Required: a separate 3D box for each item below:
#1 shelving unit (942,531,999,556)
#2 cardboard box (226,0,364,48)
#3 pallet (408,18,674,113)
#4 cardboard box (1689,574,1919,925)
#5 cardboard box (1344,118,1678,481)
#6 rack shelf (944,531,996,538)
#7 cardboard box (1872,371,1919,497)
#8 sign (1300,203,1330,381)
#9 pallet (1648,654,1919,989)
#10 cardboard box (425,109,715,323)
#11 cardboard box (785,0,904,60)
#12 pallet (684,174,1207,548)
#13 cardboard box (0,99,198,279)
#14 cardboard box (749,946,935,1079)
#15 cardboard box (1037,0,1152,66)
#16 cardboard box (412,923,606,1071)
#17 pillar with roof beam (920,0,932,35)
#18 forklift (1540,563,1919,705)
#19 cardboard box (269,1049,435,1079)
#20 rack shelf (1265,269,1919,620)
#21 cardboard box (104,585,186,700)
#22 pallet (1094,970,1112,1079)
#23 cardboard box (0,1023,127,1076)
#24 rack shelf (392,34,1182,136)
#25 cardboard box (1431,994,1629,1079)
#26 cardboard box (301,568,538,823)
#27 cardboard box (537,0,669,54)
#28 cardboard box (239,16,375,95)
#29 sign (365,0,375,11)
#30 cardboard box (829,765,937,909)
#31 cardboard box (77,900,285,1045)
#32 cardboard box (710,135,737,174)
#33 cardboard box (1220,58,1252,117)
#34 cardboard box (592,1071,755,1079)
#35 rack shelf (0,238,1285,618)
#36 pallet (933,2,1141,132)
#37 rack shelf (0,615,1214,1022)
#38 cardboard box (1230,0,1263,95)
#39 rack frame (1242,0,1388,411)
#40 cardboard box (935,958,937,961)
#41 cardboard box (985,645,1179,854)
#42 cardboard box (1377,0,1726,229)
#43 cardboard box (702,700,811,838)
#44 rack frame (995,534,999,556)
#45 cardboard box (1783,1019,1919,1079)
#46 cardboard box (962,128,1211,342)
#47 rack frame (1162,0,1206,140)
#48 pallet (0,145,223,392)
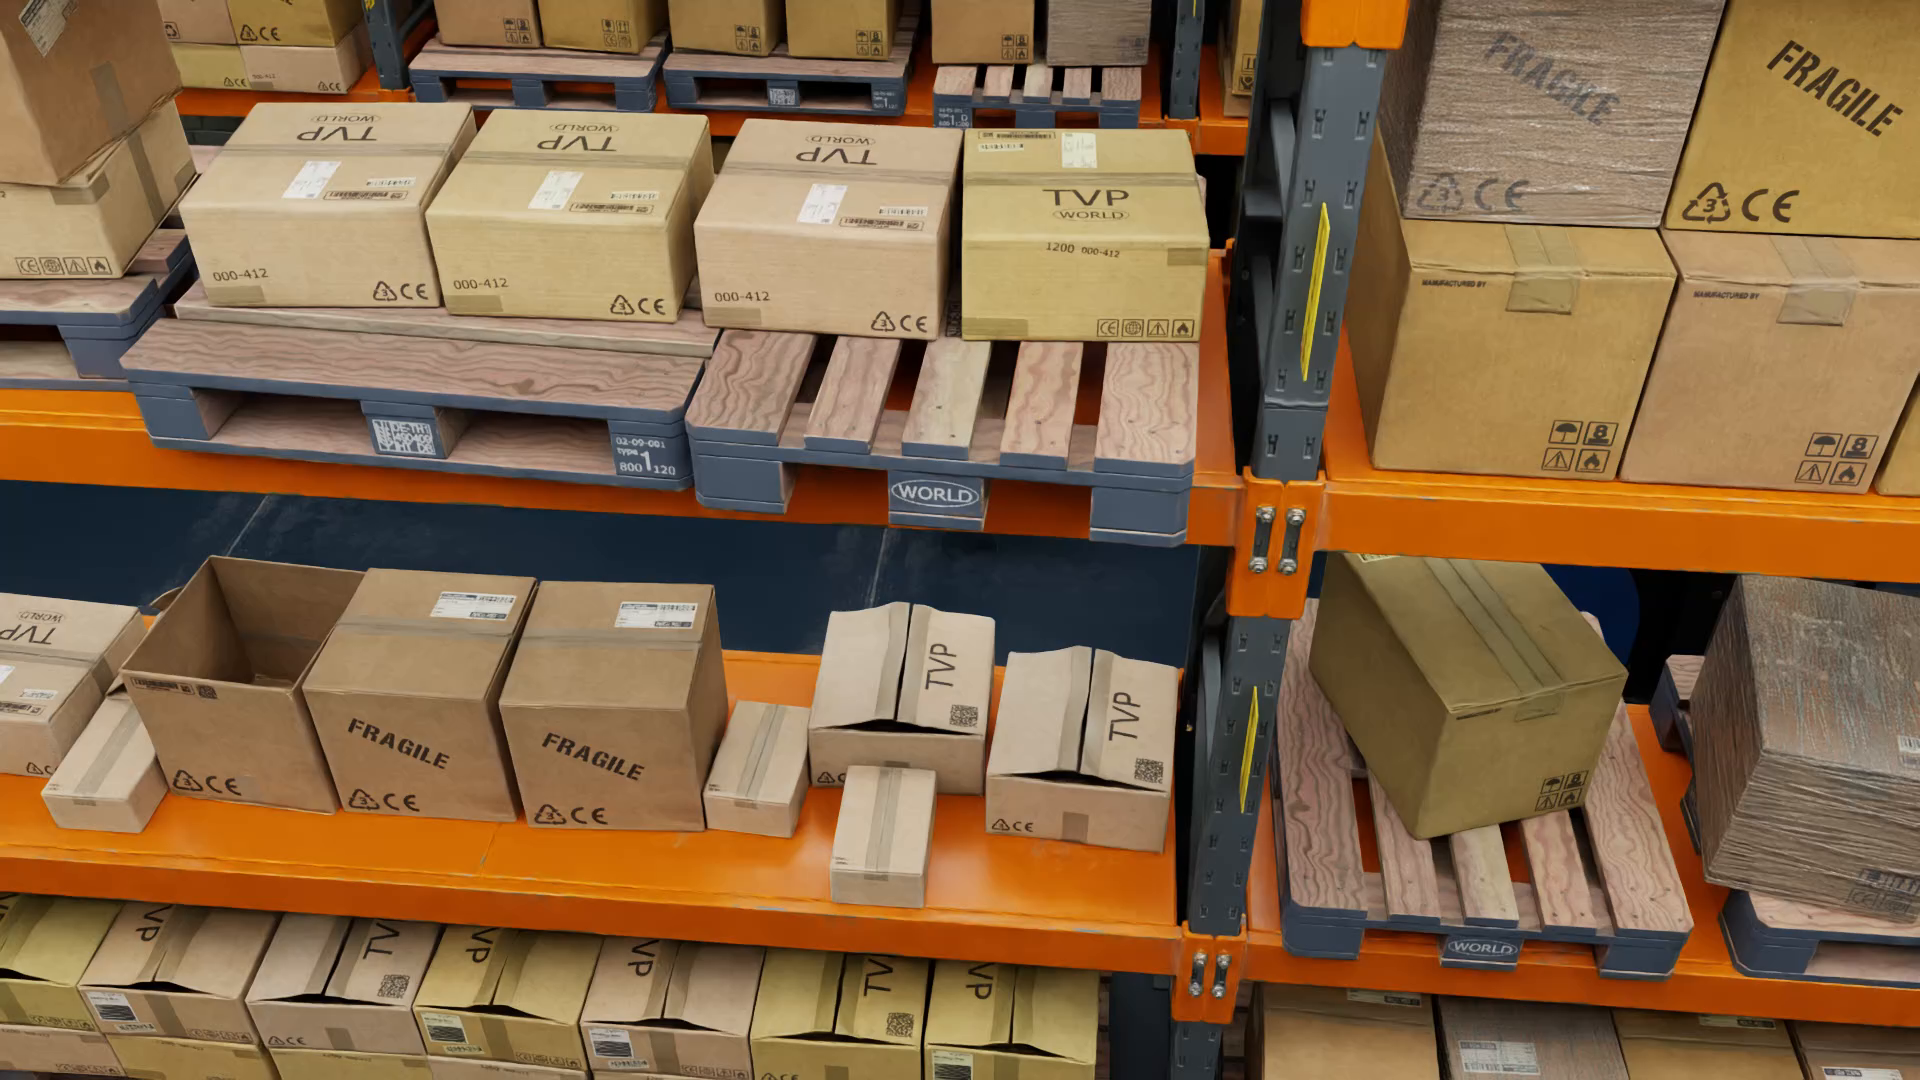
[{"bbox_3d":[0.053,-0.404,7.415,0.252,1.050,0.215,3,39,4],"label":"shelving unit"},{"bbox_3d":[-3.346,-2.816,8.343,0.500,0.500,0.500,3,39,4],"label":"cardboard box"},{"bbox_3d":[-2.099,-2.537,8.643,1.213,0.211,1.003,3,39,4],"label":"pallet"},{"bbox_3d":[2.245,0.521,4.322,0.500,0.500,0.700,10,40,12],"label":"cardboard box"},{"bbox_3d":[1.151,-0.610,3.669,0.500,0.500,0.910,3,39,4],"label":"cardboard box"},{"bbox_3d":[0.053,-0.180,7.597,0.240,0.259,0.215,3,39,4],"label":"rack shelf"},{"bbox_3d":[2.177,-0.554,3.600,0.500,0.500,0.910,3,39,4],"label":"cardboard box"},{"bbox_3d":[0.657,-0.457,3.087,0.005,0.325,0.100,3,39,4],"label":"sign"},{"bbox_3d":[2.651,0.766,4.584,1.213,0.211,1.003,3,39,4],"label":"pallet"},{"bbox_3d":[-0.836,-0.724,3.673,0.500,0.250,0.500,2,39,3],"label":"cardboard box"},{"bbox_3d":[-0.575,-2.809,8.397,0.500,0.500,0.700,3,39,4],"label":"cardboard box"},{"bbox_3d":[0.030,-0.482,3.739,1.003,0.211,1.213,5,39,6],"label":"pallet"},{"bbox_3d":[-2.111,-0.829,3.802,0.500,0.250,0.500,0,39,-1],"label":"cardboard box"},{"bbox_3d":[-0.348,1.377,5.083,0.500,0.311,0.500,3,39,3],"label":"cardboard box"},{"bbox_3d":[0.668,-2.755,8.331,0.500,0.500,0.700,-1,39,-1],"label":"cardboard box"},{"bbox_3d":[-1.350,1.319,5.154,0.500,0.311,0.500,4,39,5],"label":"cardboard box"},{"bbox_3d":[-0.455,-2.761,4.013,0.400,9.000,9.100,3,39,4],"label":"pillar with roof beam"},{"bbox_3d":[3.223,-0.642,6.216,3.031,2.935,1.130,9,40,11],"label":"forklift"},{"bbox_3d":[-1.866,1.508,5.367,0.500,0.250,0.500,2,39,2],"label":"cardboard box"},{"bbox_3d":[2.706,-0.186,3.797,4.000,0.370,1.077,3,39,4],"label":"rack shelf"},{"bbox_3d":[-2.380,0.356,5.043,0.258,0.266,0.396,2,39,3],"label":"cardboard box"},{"bbox_3d":[-0.103,1.601,5.616,1.213,0.211,1.003,3,39,4],"label":"pallet"},{"bbox_3d":[-2.891,1.453,5.435,0.500,0.250,0.500,2,39,3],"label":"cardboard box"},{"bbox_3d":[-0.856,-2.357,8.839,4.000,0.370,1.077,3,39,4],"label":"rack shelf"},{"bbox_3d":[1.664,1.617,5.018,0.500,0.500,0.500,2,39,2],"label":"cardboard box"},{"bbox_3d":[-1.484,0.440,4.754,0.500,0.500,0.500,3,39,4],"label":"cardboard box"},{"bbox_3d":[-1.788,-2.870,8.472,0.500,0.500,0.700,7,40,8],"label":"cardboard box"},{"bbox_3d":[-3.346,-2.529,8.584,0.500,0.250,0.500,3,39,4],"label":"cardboard box"},{"bbox_3d":[-2.887,-2.739,8.053,0.005,0.325,0.100,3,39,4],"label":"sign"},{"bbox_3d":[-0.207,0.811,4.576,0.250,0.149,0.380,3,39,4],"label":"cardboard box"},{"bbox_3d":[-2.383,1.267,5.219,0.500,0.311,0.500,3,39,3],"label":"cardboard box"},{"bbox_3d":[-1.156,-2.159,9.064,0.500,0.250,0.500,2,39,3],"label":"cardboard box"},{"bbox_3d":[1.445,-2.273,8.350,0.250,0.149,0.380,3,39,3],"label":"cardboard box"},{"bbox_3d":[-0.846,1.562,5.300,0.500,0.250,0.500,4,39,5],"label":"cardboard box"},{"bbox_3d":[-1.279,-0.404,4.064,4.000,0.370,1.077,3,39,4],"label":"rack shelf"},{"bbox_3d":[0.418,-2.424,8.504,1.003,0.211,1.213,3,39,4],"label":"pallet"},{"bbox_3d":[-1.279,0.759,5.011,4.000,0.370,1.077,3,39,4],"label":"rack shelf"},{"bbox_3d":[1.599,-2.501,8.116,0.500,0.500,0.500,4,39,5],"label":"cardboard box"},{"bbox_3d":[0.713,-1.738,2.756,0.127,3.000,1.000,3,39,4],"label":"rack frame"},{"bbox_3d":[-0.284,1.253,5.681,0.500,0.250,0.500,2,39,3],"label":"cardboard box"},{"bbox_3d":[0.355,0.576,4.736,0.500,0.311,0.500,5,39,7],"label":"cardboard box"},{"bbox_3d":[1.147,-0.973,3.322,0.500,0.500,0.500,3,39,4],"label":"cardboard box"},{"bbox_3d":[-0.562,0.652,4.771,0.250,0.149,0.380,6,40,7],"label":"cardboard box"},{"bbox_3d":[0.175,-0.398,7.407,0.008,1.050,0.200,3,39,4],"label":"rack frame"},{"bbox_3d":[2.684,1.673,4.950,0.500,0.500,0.500,2,39,2],"label":"cardboard box"},{"bbox_3d":[0.256,-0.668,3.605,0.500,0.250,0.500,0,39,1],"label":"cardboard box"},{"bbox_3d":[1.137,-2.527,8.478,0.127,3.000,1.000,3,39,4],"label":"rack frame"},{"bbox_3d":[-2.392,-0.678,3.982,1.217,0.209,0.805,2,39,2],"label":"pallet"}]
